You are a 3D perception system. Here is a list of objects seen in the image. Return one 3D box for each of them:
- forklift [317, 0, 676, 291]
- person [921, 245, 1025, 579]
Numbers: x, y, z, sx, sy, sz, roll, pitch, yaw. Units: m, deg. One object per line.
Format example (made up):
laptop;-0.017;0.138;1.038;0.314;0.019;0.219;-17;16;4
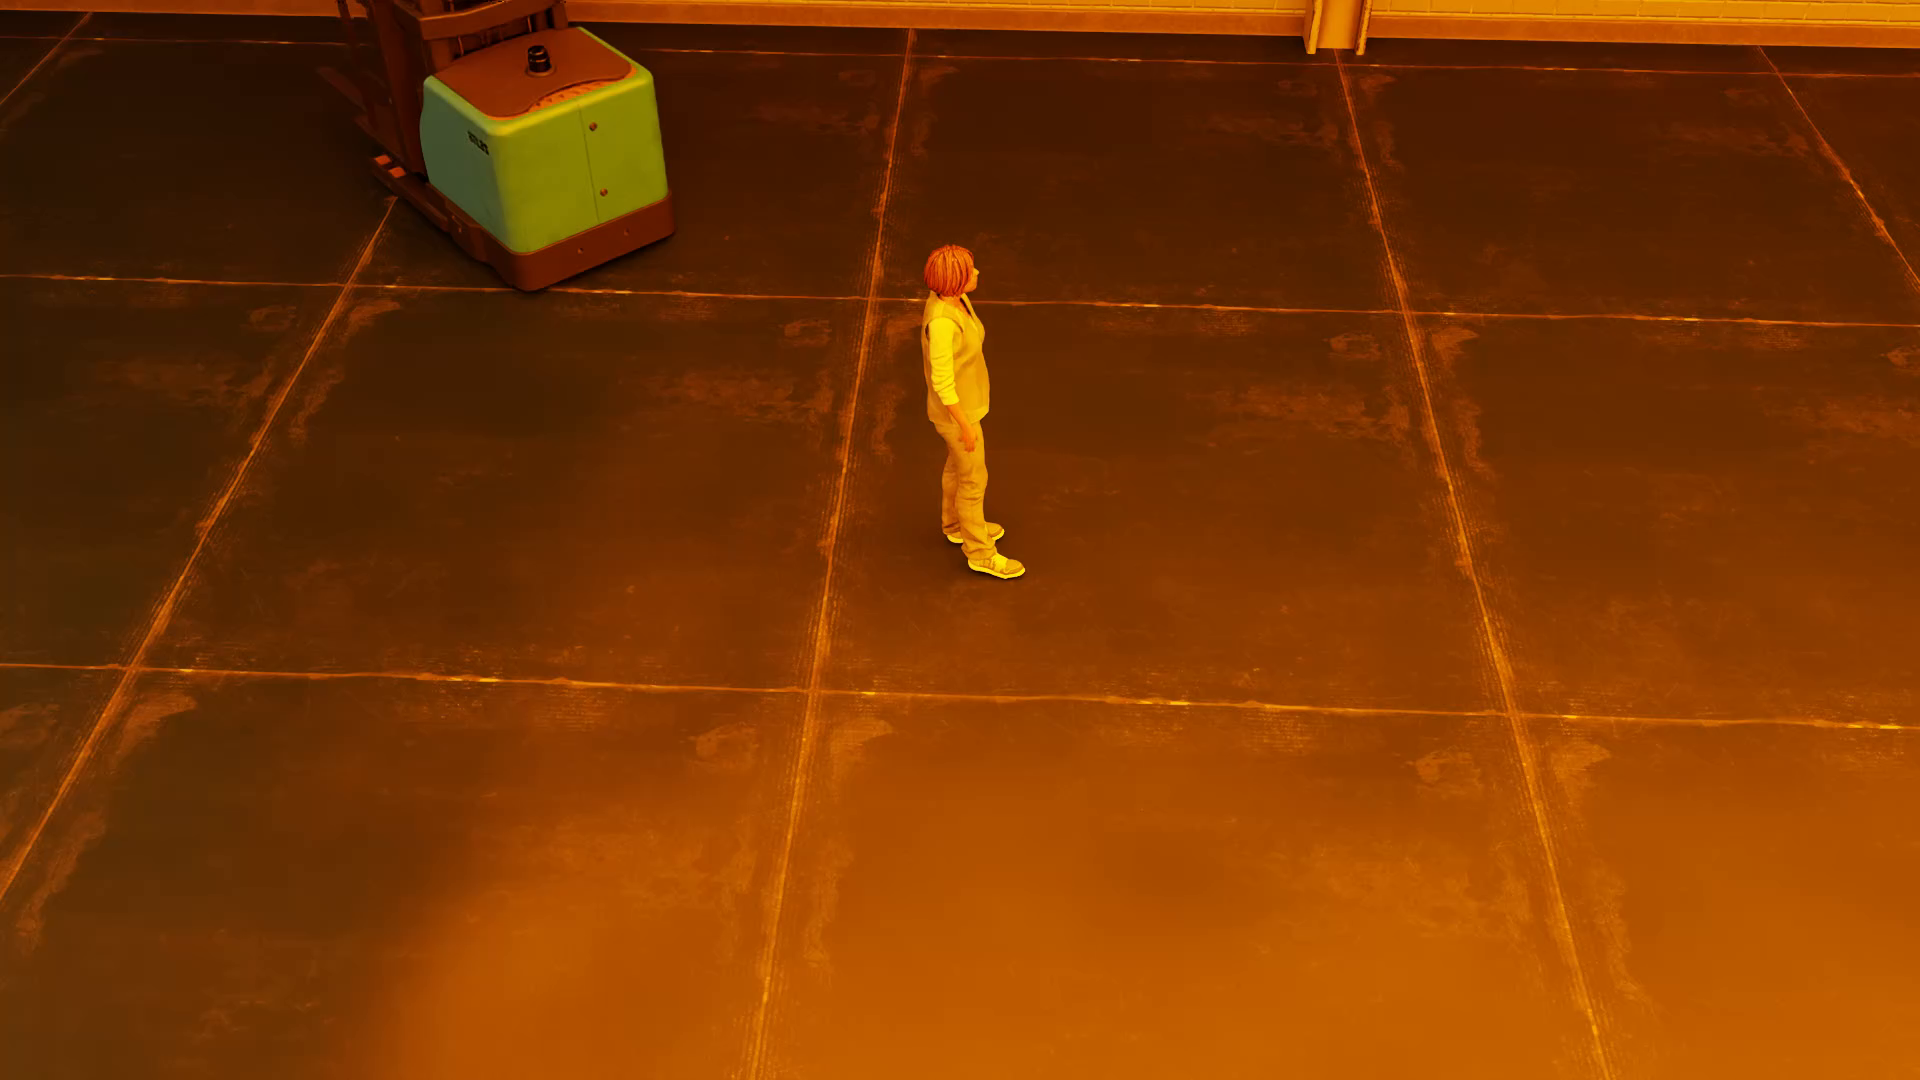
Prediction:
forklift;-3.017;-3.405;9.472;1.130;2.935;3.031;-30;50;-29
person;0.074;-0.578;7.365;0.473;1.585;0.520;2;42;2
